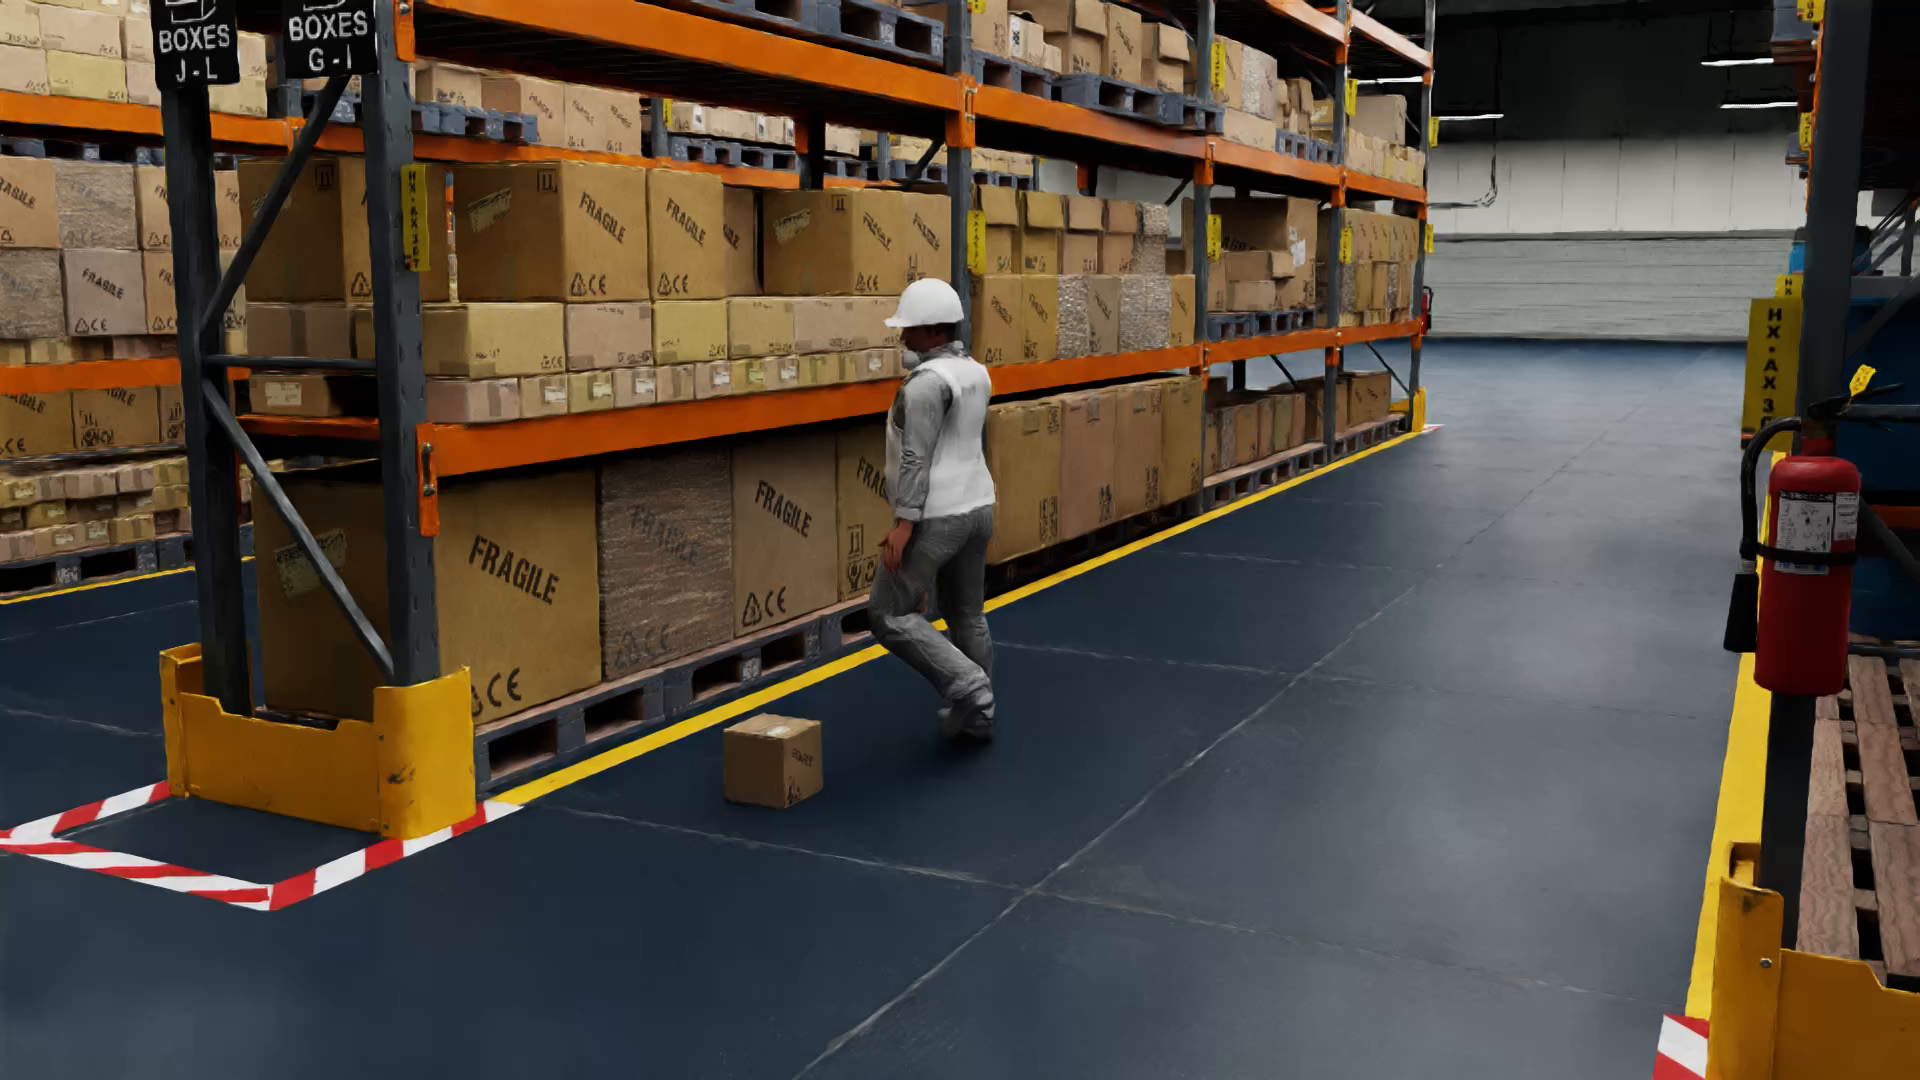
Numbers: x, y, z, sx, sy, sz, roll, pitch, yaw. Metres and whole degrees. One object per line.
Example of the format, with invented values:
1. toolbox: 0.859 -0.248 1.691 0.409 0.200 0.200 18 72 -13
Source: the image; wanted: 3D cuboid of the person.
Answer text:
1. person: -0.048 -0.088 6.217 0.477 1.762 0.618 5 10 29
